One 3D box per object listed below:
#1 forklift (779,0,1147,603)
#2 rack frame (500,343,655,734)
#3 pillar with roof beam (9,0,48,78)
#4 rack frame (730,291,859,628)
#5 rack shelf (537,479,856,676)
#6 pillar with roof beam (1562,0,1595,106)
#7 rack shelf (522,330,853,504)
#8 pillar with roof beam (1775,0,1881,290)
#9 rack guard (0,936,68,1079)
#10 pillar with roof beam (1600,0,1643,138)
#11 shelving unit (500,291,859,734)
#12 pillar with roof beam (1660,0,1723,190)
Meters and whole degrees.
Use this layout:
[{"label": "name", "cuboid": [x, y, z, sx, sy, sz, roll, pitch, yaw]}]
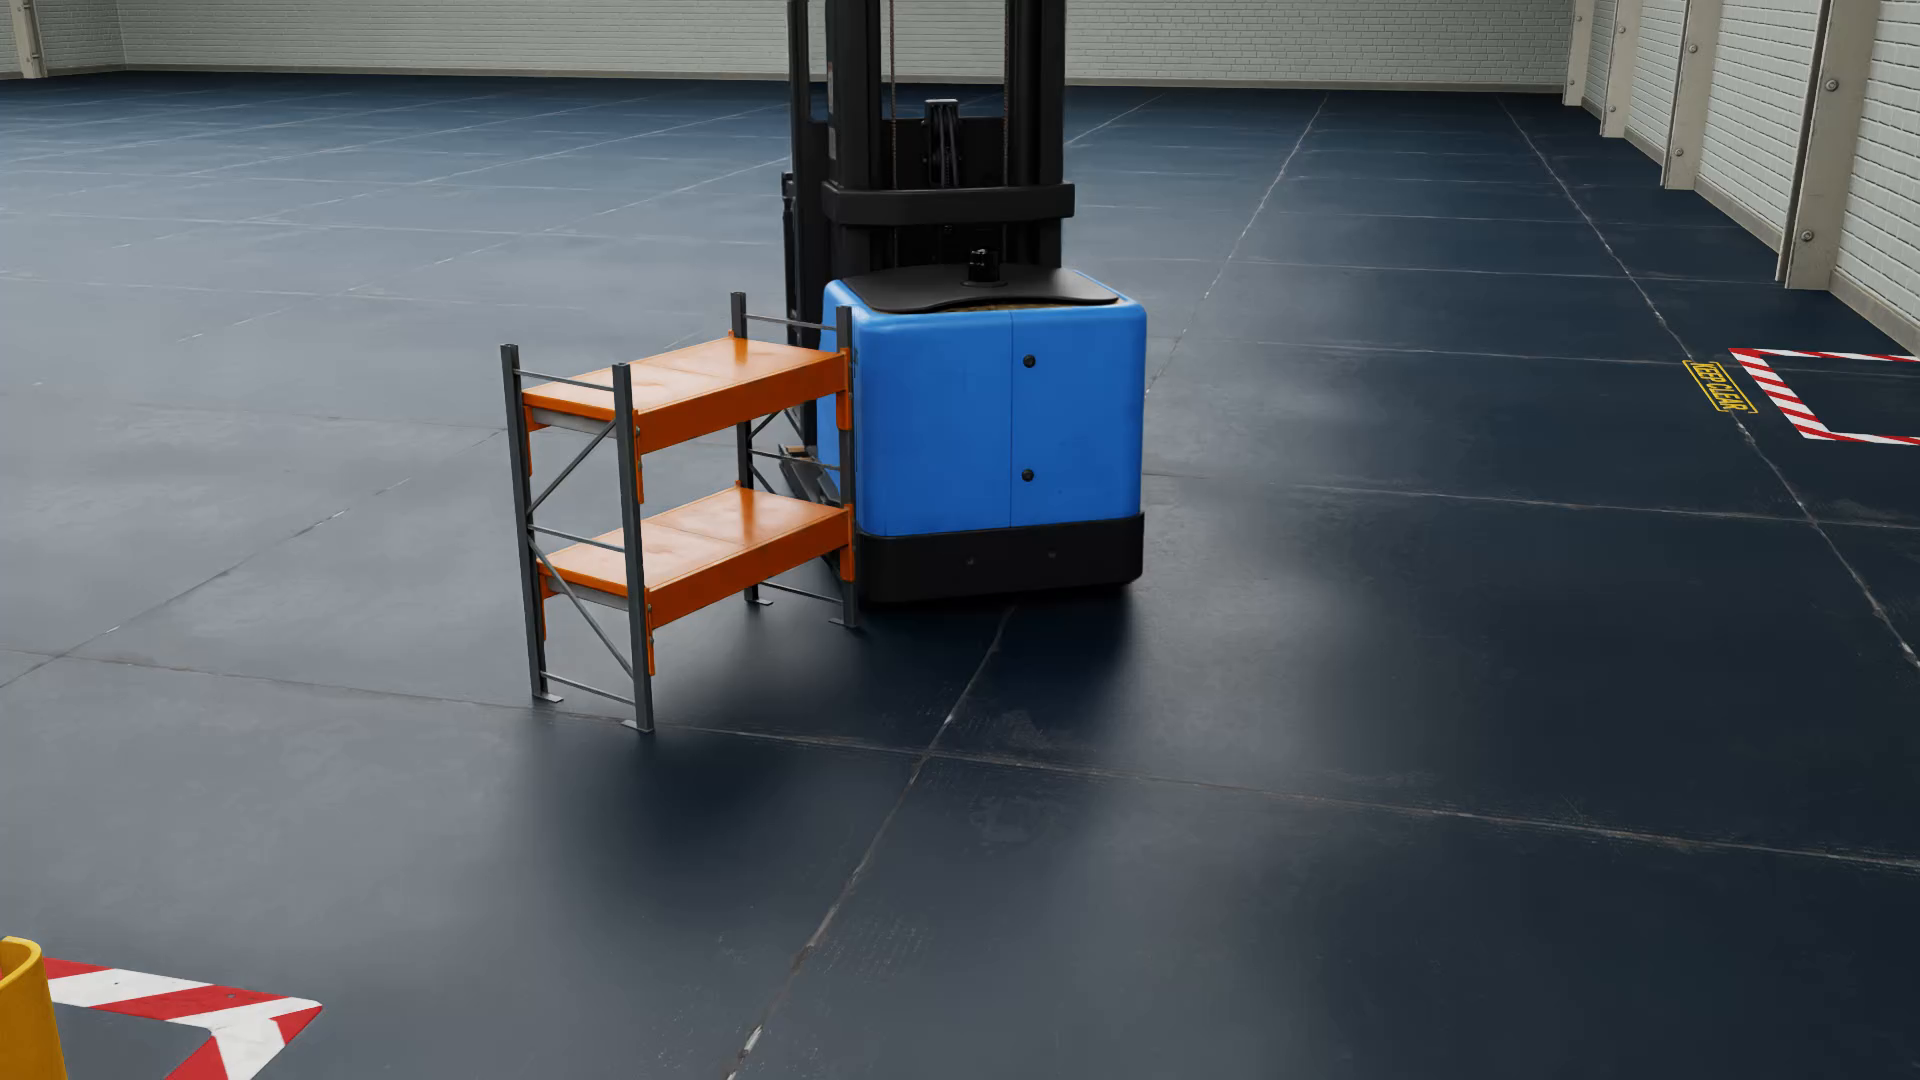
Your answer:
[{"label": "forklift", "cuboid": [-0.188, -1.608, 6.860, 1.130, 2.935, 3.031, -5, 19, -13]}, {"label": "rack frame", "cuboid": [-1.137, -0.001, 4.949, 0.500, 1.125, 0.032, 12, 22, 32]}, {"label": "pillar with roof beam", "cuboid": [-15.812, -13.912, 33.497, 9.100, 9.000, 0.400, 5, 19, 13]}, {"label": "rack frame", "cuboid": [-0.570, -0.273, 5.748, 0.500, 1.125, 0.032, 12, 22, 32]}, {"label": "rack shelf", "cuboid": [-0.853, 0.094, 5.428, 0.538, 0.278, 1.000, 12, 22, 32]}, {"label": "pillar with roof beam", "cuboid": [6.384, -12.105, 28.204, 9.100, 9.000, 0.400, 5, 19, 13]}, {"label": "rack shelf", "cuboid": [-0.853, -0.414, 5.254, 0.538, 0.278, 1.000, 12, 22, 32]}, {"label": "pillar with roof beam", "cuboid": [1.986, -6.463, 11.687, 9.100, 9.000, 0.400, 5, 19, 13]}, {"label": "rack guard", "cuboid": [-2.237, 0.975, 3.060, 1.175, 0.500, 0.348, 5, 19, 13]}, {"label": "pillar with roof beam", "cuboid": [4.918, -10.224, 22.698, 9.100, 9.000, 0.400, 5, 19, 13]}, {"label": "shelving unit", "cuboid": [-0.853, -0.137, 5.349, 0.538, 1.125, 1.048, 12, 22, 32]}, {"label": "pillar with roof beam", "cuboid": [3.452, -8.343, 17.192, 9.100, 9.000, 0.400, 5, 19, 13]}]
